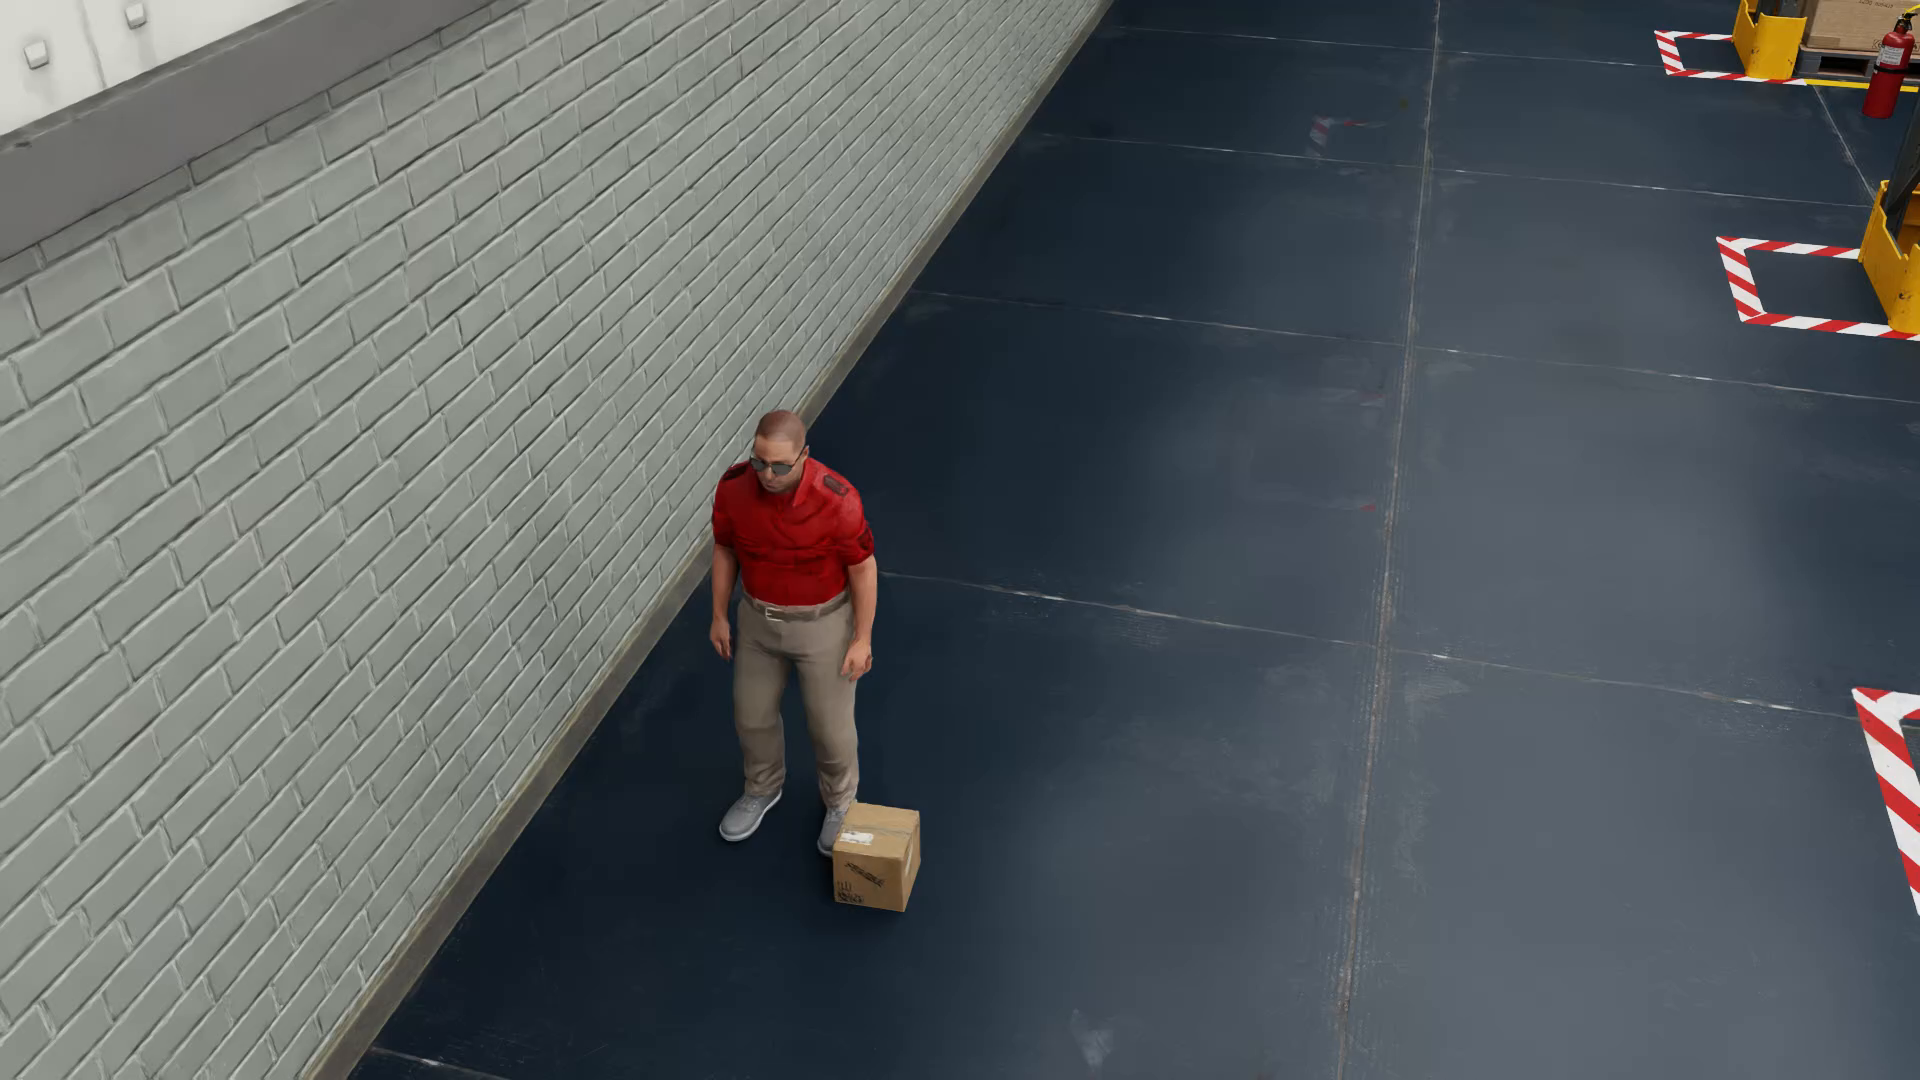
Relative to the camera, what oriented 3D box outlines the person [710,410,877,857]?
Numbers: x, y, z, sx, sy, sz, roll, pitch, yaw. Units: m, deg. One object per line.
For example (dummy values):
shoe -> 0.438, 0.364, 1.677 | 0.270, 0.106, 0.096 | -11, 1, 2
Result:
person -> -0.567, 0.305, 5.673 | 0.585, 1.727, 0.391 | 8, 34, 13
